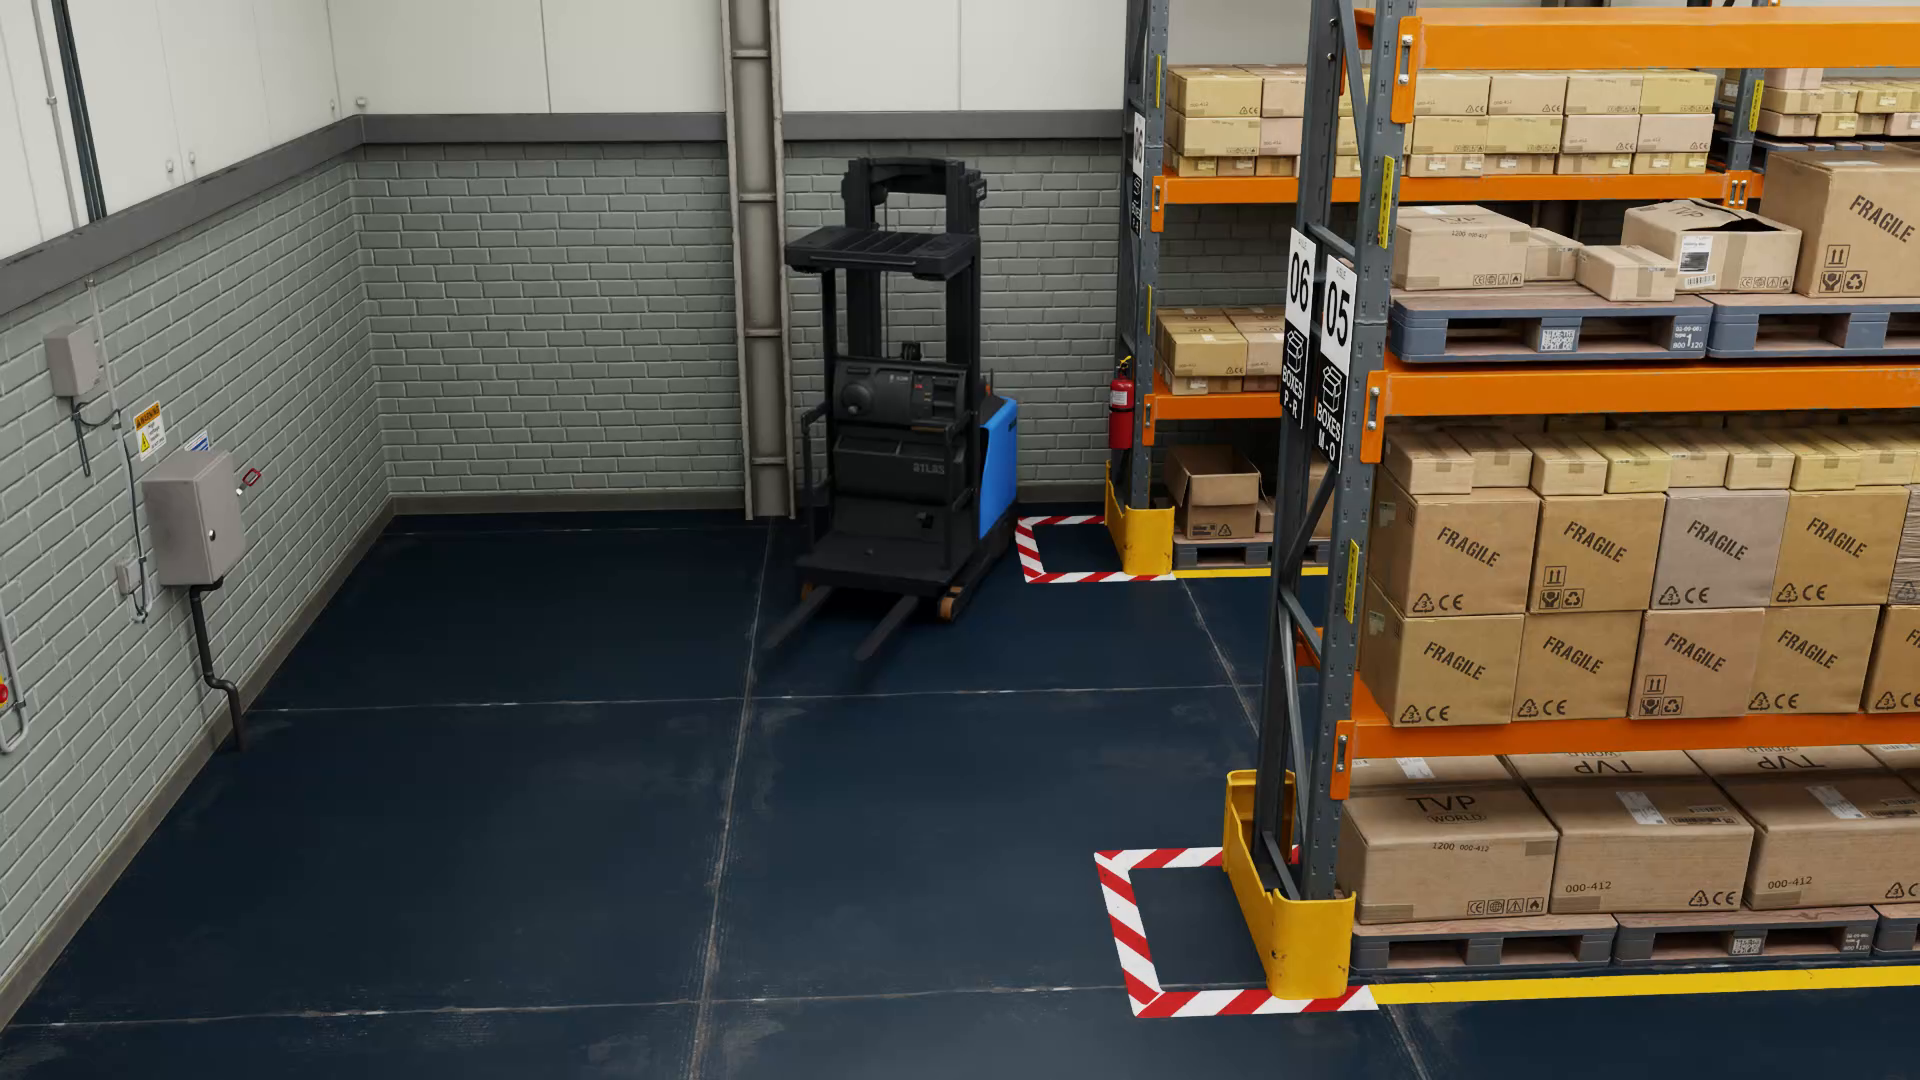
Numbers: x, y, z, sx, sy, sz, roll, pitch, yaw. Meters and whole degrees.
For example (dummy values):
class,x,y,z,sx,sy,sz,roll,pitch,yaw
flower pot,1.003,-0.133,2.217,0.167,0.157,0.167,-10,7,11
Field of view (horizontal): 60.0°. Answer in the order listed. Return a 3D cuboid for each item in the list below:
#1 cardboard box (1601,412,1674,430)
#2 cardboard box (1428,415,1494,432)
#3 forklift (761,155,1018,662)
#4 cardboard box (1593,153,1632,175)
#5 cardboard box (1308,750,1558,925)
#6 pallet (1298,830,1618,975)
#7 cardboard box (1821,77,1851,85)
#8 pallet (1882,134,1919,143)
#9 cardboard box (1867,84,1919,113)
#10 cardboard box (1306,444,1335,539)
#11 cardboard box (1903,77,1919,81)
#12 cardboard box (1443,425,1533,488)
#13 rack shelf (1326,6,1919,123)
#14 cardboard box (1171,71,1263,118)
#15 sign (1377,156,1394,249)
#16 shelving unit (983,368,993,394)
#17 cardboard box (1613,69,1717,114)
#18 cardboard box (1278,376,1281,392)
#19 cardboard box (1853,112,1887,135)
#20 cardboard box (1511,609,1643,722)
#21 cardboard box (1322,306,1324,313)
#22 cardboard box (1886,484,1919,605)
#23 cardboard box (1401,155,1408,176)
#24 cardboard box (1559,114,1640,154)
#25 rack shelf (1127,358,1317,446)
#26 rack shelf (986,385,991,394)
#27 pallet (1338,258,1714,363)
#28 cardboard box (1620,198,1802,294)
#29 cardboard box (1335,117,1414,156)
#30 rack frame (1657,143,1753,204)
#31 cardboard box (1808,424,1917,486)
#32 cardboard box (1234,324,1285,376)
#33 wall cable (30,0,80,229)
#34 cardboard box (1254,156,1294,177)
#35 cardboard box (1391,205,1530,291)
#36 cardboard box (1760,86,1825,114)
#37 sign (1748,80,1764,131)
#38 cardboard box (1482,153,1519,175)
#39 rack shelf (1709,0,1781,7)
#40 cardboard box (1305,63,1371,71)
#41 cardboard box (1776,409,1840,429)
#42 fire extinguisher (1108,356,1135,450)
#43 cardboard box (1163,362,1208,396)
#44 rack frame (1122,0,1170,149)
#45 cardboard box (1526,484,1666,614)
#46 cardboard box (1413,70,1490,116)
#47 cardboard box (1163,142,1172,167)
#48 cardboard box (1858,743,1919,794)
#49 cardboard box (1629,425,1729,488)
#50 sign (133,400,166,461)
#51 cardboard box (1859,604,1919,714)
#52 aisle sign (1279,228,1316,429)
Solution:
class,x,y,z,sx,sy,sz,roll,pitch,yaw
cardboard box,2.908,-0.505,7.274,0.250,0.149,0.380,-1,21,-4
cardboard box,2.137,-0.499,7.259,0.250,0.149,0.380,-1,21,-2
forklift,-0.471,-0.980,11.075,1.130,2.935,3.031,6,22,16
cardboard box,4.389,-2.600,11.373,0.250,0.149,0.380,0,21,-1
cardboard box,2.191,1.362,7.838,0.875,0.438,0.875,-2,21,-5
pallet,2.331,1.669,7.940,1.213,0.211,1.003,-1,21,-3
cardboard box,6.041,-3.170,11.719,0.250,0.149,0.380,-2,21,-4
pallet,6.934,-2.759,11.700,1.003,0.211,1.213,-1,21,-3
cardboard box,6.341,-2.986,11.238,0.250,0.149,0.380,-1,21,-4
cardboard box,2.722,-0.363,12.283,0.500,0.500,0.700,0,21,-1
cardboard box,6.830,-3.156,11.684,0.250,0.149,0.380,-1,21,-3
cardboard box,2.165,-0.347,6.858,0.250,0.149,0.380,-1,21,-2
rack shelf,3.534,-1.911,6.567,4.000,0.370,1.077,-1,21,-3
cardboard box,1.708,-2.977,11.100,0.500,0.250,0.500,-1,21,-4
sign,1.563,-1.240,6.107,0.005,0.325,0.100,-1,21,-3
shelving unit,-0.020,-0.739,12.875,0.503,1.200,0.258,6,22,15
cardboard box,4.754,-3.043,11.272,0.500,0.250,0.500,-1,21,-3
cardboard box,2.362,-1.168,11.825,0.250,0.149,0.380,-1,21,-1
cardboard box,6.073,-2.859,11.322,0.250,0.149,0.380,-1,21,-3
cardboard box,2.537,0.435,7.121,0.500,0.500,0.500,-1,21,-4
cardboard box,2.704,-1.544,12.254,0.500,0.250,0.500,-1,21,-1
cardboard box,4.061,-0.056,7.008,0.500,0.500,0.500,-1,21,-2
cardboard box,2.859,-2.579,11.315,0.250,0.149,0.380,-1,21,-4
cardboard box,4.258,-2.792,11.316,0.500,0.250,0.500,-2,21,-5
rack shelf,3.247,-1.058,12.194,4.000,0.370,1.077,-1,21,-3
rack shelf,-0.020,-1.106,12.735,0.480,0.148,0.258,6,22,15
pallet,2.278,-0.969,6.860,1.213,0.211,1.003,-1,21,-3
cardboard box,3.035,-1.206,6.751,0.500,0.311,0.500,-1,21,-2
cardboard box,2.727,-2.759,11.230,0.500,0.250,0.500,-2,21,-5
rack frame,5.244,-1.434,12.173,0.127,3.000,1.000,-1,21,-3
cardboard box,3.717,-0.355,6.881,0.250,0.149,0.380,-1,21,-3
cardboard box,2.222,-1.346,11.733,0.500,0.250,0.500,-1,21,-2
wall cable,-4.166,-2.445,6.396,0.029,3.000,2.355,-1,21,-3
cardboard box,2.099,-2.575,11.307,0.250,0.149,0.380,-1,21,-3
cardboard box,1.982,-1.206,6.837,0.500,0.250,0.500,-3,21,-8
cardboard box,5.567,-2.951,11.145,0.250,0.149,0.380,-1,21,-1
sign,5.283,-2.885,11.041,0.005,0.325,0.100,-1,21,-3
cardboard box,3.623,-2.595,11.358,0.250,0.149,0.380,-1,21,-3
rack shelf,7.241,-3.756,11.411,4.000,0.370,1.077,-1,21,-3
cardboard box,2.712,-3.190,11.659,0.500,0.250,0.500,-1,21,-3
cardboard box,3.679,-0.550,7.392,0.250,0.149,0.380,-1,21,-3
fire extinguisher,1.130,-0.976,11.600,0.183,0.674,0.296,-1,21,-3
cardboard box,1.594,-1.145,11.766,0.250,0.149,0.380,-1,21,-3
rack frame,1.250,-4.157,10.892,0.127,3.000,1.000,-1,21,-3
cardboard box,2.548,-0.026,6.926,0.500,0.500,0.500,-2,21,-5
cardboard box,3.226,-3.010,11.186,0.500,0.250,0.500,-1,21,-2
cardboard box,1.557,-2.726,11.703,0.250,0.149,0.380,-1,21,-2
cardboard box,4.898,1.305,7.989,0.875,0.438,0.875,-1,21,-4
cardboard box,2.952,-0.347,6.859,0.250,0.149,0.380,-1,21,-3
sign,-4.268,-0.578,8.764,0.001,0.242,0.339,-1,21,-3
cardboard box,4.068,0.410,7.187,0.500,0.500,0.500,-1,21,-4
aisle sign,1.448,-0.914,7.151,0.004,0.787,0.394,-1,21,-3
